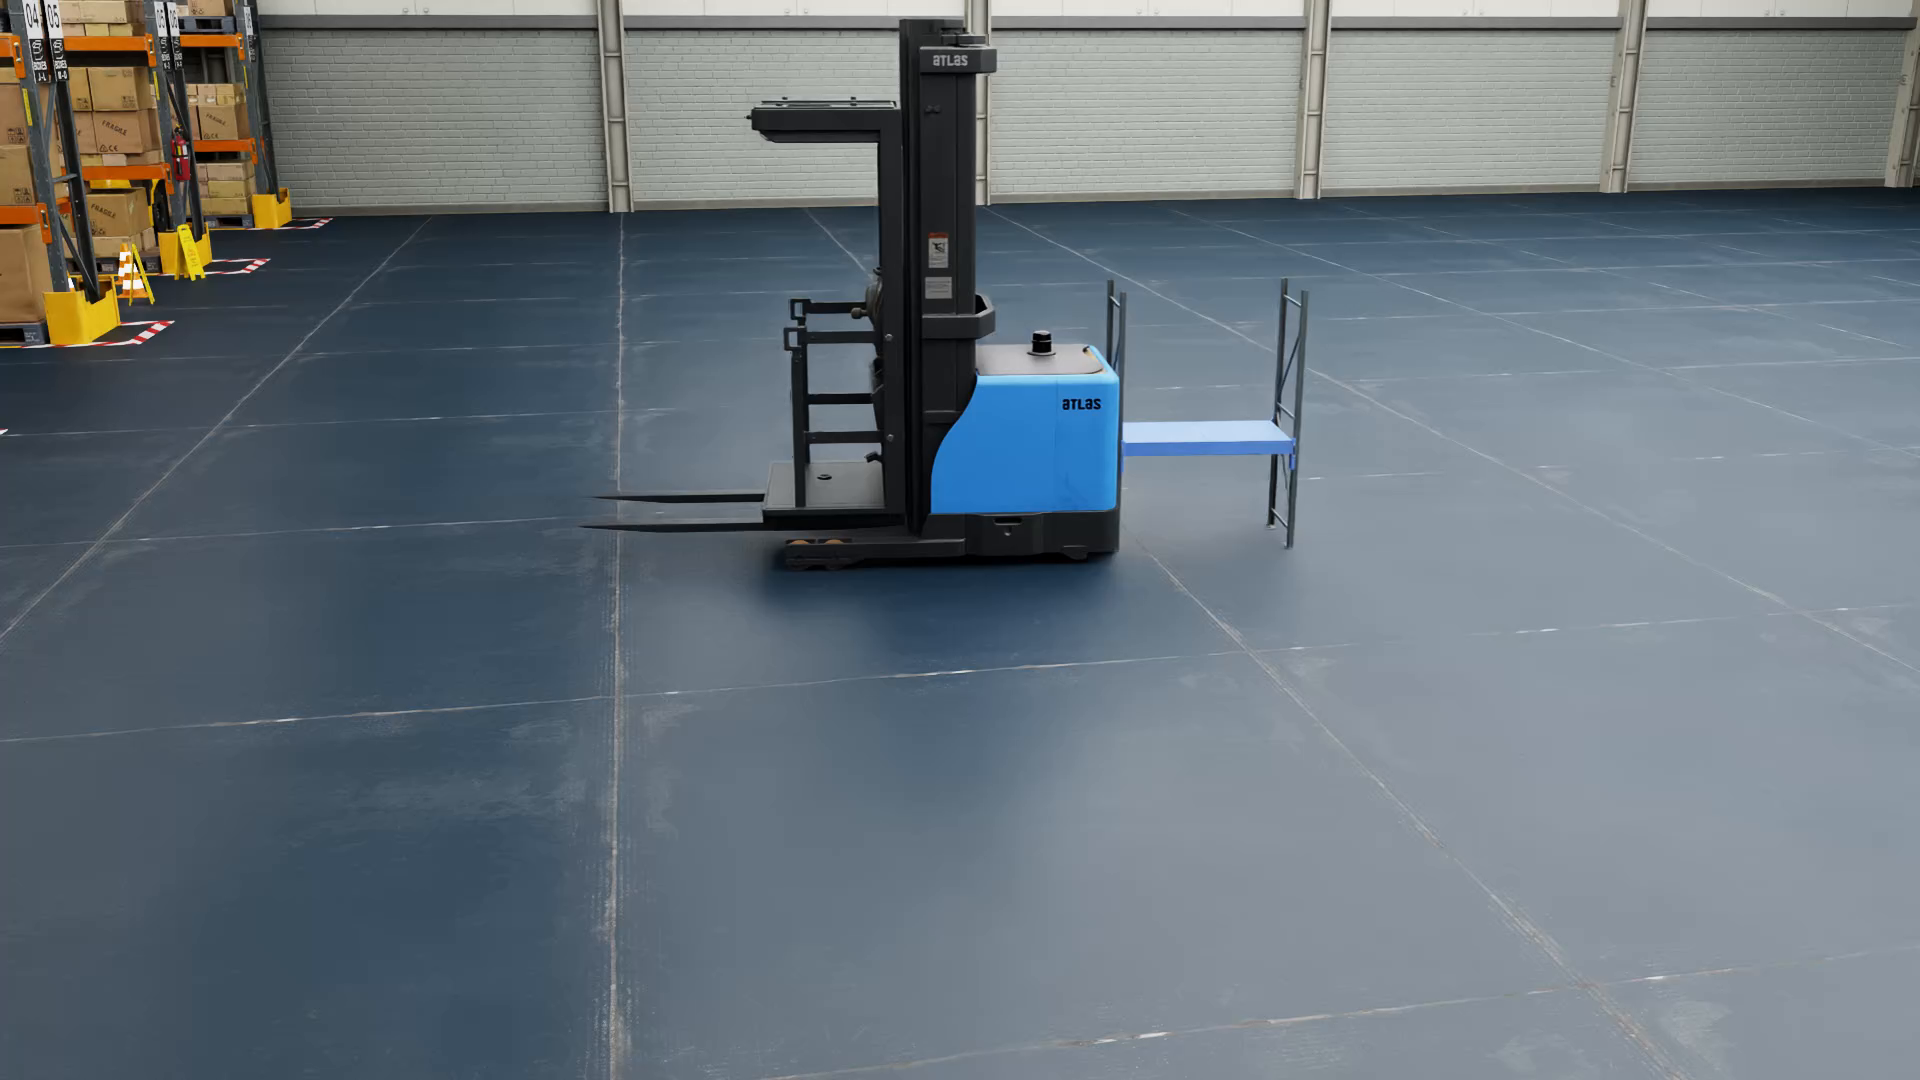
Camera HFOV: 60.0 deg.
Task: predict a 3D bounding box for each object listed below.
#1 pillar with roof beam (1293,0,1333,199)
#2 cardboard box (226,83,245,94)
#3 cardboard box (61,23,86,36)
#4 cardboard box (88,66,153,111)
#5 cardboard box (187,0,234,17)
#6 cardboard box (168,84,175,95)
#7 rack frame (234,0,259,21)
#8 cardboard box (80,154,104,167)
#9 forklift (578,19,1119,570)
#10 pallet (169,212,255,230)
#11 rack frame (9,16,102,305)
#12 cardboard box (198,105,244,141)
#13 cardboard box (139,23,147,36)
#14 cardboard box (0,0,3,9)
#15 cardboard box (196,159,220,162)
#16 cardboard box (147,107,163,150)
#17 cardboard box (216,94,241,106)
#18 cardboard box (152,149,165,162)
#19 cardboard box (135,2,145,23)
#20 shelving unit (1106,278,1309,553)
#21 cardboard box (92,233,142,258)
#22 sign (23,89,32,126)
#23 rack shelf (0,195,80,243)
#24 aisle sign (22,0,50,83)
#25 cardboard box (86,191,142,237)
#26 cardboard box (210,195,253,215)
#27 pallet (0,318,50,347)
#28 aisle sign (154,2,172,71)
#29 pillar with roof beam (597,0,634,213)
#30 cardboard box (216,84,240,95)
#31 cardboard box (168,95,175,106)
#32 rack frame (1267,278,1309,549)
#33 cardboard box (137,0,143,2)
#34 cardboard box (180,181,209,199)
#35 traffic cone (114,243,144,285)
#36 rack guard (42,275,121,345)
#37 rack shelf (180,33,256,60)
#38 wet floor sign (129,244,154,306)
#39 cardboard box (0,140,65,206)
[{"bbox_3d":[7.004,-9.166,24.328,0.400,9.000,9.100,-3,17,-10],"label":"pillar with roof beam"},{"bbox_3d":[-11.002,-6.859,25.252,0.250,0.149,0.380,-4,17,-12],"label":"cardboard box"},{"bbox_3d":[-10.489,-6.070,19.785,0.250,0.149,0.380,-3,17,-9],"label":"cardboard box"},{"bbox_3d":[-10.146,-5.462,20.105,0.500,0.500,0.700,-4,17,-12],"label":"cardboard box"},{"bbox_3d":[-11.020,-7.951,24.425,0.500,0.500,0.500,-3,17,-9],"label":"cardboard box"},{"bbox_3d":[-11.690,-6.698,24.727,0.250,0.149,0.380,-3,17,-10],"label":"cardboard box"},{"bbox_3d":[-10.631,-9.184,24.385,0.127,3.000,1.000,-3,17,-10],"label":"rack frame"},{"bbox_3d":[-10.496,-4.628,20.200,0.250,0.149,0.380,-4,17,-11],"label":"cardboard box"},{"bbox_3d":[-0.647,-1.392,9.352,3.031,2.935,1.130,-1,17,-3],"label":"forklift"},{"bbox_3d":[-11.374,-4.928,25.497,1.213,0.211,1.003,-3,17,-10],"label":"pallet"},{"bbox_3d":[-8.648,-3.464,15.980,0.127,3.000,1.000,-3,17,-10],"label":"rack frame"},{"bbox_3d":[-11.065,-6.260,24.915,0.500,0.500,0.500,-4,17,-12],"label":"cardboard box"},{"bbox_3d":[-10.073,-6.274,20.449,0.250,0.149,0.380,-3,17,-10],"label":"cardboard box"},{"bbox_3d":[-8.910,-4.910,15.122,0.250,0.149,0.380,-3,17,-11],"label":"cardboard box"},{"bbox_3d":[-11.629,-5.679,25.458,0.500,0.250,0.500,-3,17,-10],"label":"cardboard box"},{"bbox_3d":[-10.204,-5.129,20.724,0.500,0.500,0.500,-4,17,-11],"label":"cardboard box"},{"bbox_3d":[-10.919,-6.574,24.830,0.250,0.149,0.380,-3,17,-10],"label":"cardboard box"},{"bbox_3d":[-10.059,-4.806,20.777,0.250,0.149,0.380,-3,17,-10],"label":"cardboard box"},{"bbox_3d":[-10.230,-6.438,20.305,0.500,0.250,0.500,-4,17,-11],"label":"cardboard box"},{"bbox_3d":[1.393,-0.727,9.625,1.048,1.500,0.538,-1,17,-3],"label":"shelving unit"},{"bbox_3d":[-10.452,-3.648,20.546,0.500,0.250,0.500,-3,17,-11],"label":"cardboard box"},{"bbox_3d":[-8.558,-3.973,15.264,0.005,0.325,0.100,-3,17,-10],"label":"sign"},{"bbox_3d":[-10.611,-3.008,15.723,4.000,0.370,1.077,-3,17,-10],"label":"rack shelf"},{"bbox_3d":[-8.521,-4.624,15.330,0.004,0.787,0.394,-3,17,-10],"label":"aisle sign"},{"bbox_3d":[-10.423,-4.010,20.450,0.500,0.500,0.500,-3,17,-10],"label":"cardboard box"},{"bbox_3d":[-11.033,-5.085,25.226,0.500,0.250,0.500,-3,17,-10],"label":"cardboard box"},{"bbox_3d":[-9.418,-2.064,16.171,1.213,0.211,1.003,-3,17,-10],"label":"pallet"},{"bbox_3d":[-9.570,-6.048,19.965,0.004,0.787,0.394,-3,17,-10],"label":"aisle sign"},{"bbox_3d":[-4.778,-8.498,22.152,0.400,9.000,9.100,-3,17,-10],"label":"pillar with roof beam"},{"bbox_3d":[-10.943,-6.735,24.849,0.250,0.149,0.380,-3,17,-10],"label":"cardboard box"},{"bbox_3d":[-11.676,-6.543,24.732,0.250,0.149,0.380,-3,17,-11],"label":"cardboard box"},{"bbox_3d":[1.901,-0.737,9.656,0.032,1.500,0.500,-1,17,-3],"label":"rack frame"},{"bbox_3d":[-10.074,-6.619,20.214,0.250,0.149,0.380,-3,17,-11],"label":"cardboard box"},{"bbox_3d":[-11.544,-5.299,25.072,0.500,0.250,0.500,-3,17,-11],"label":"cardboard box"},{"bbox_3d":[-9.863,-3.277,19.691,0.334,0.463,0.336,-3,17,-10],"label":"traffic cone"},{"bbox_3d":[-8.624,-2.270,16.352,0.348,0.500,1.175,-3,17,-10],"label":"rack guard"},{"bbox_3d":[-12.595,-7.294,24.568,4.000,0.370,1.077,-3,17,-10],"label":"rack shelf"},{"bbox_3d":[-8.995,-2.911,18.189,0.232,0.644,0.267,-6,18,-20],"label":"wet floor sign"},{"bbox_3d":[-9.003,-3.502,15.848,0.550,0.550,0.875,-3,17,-10],"label":"cardboard box"}]
